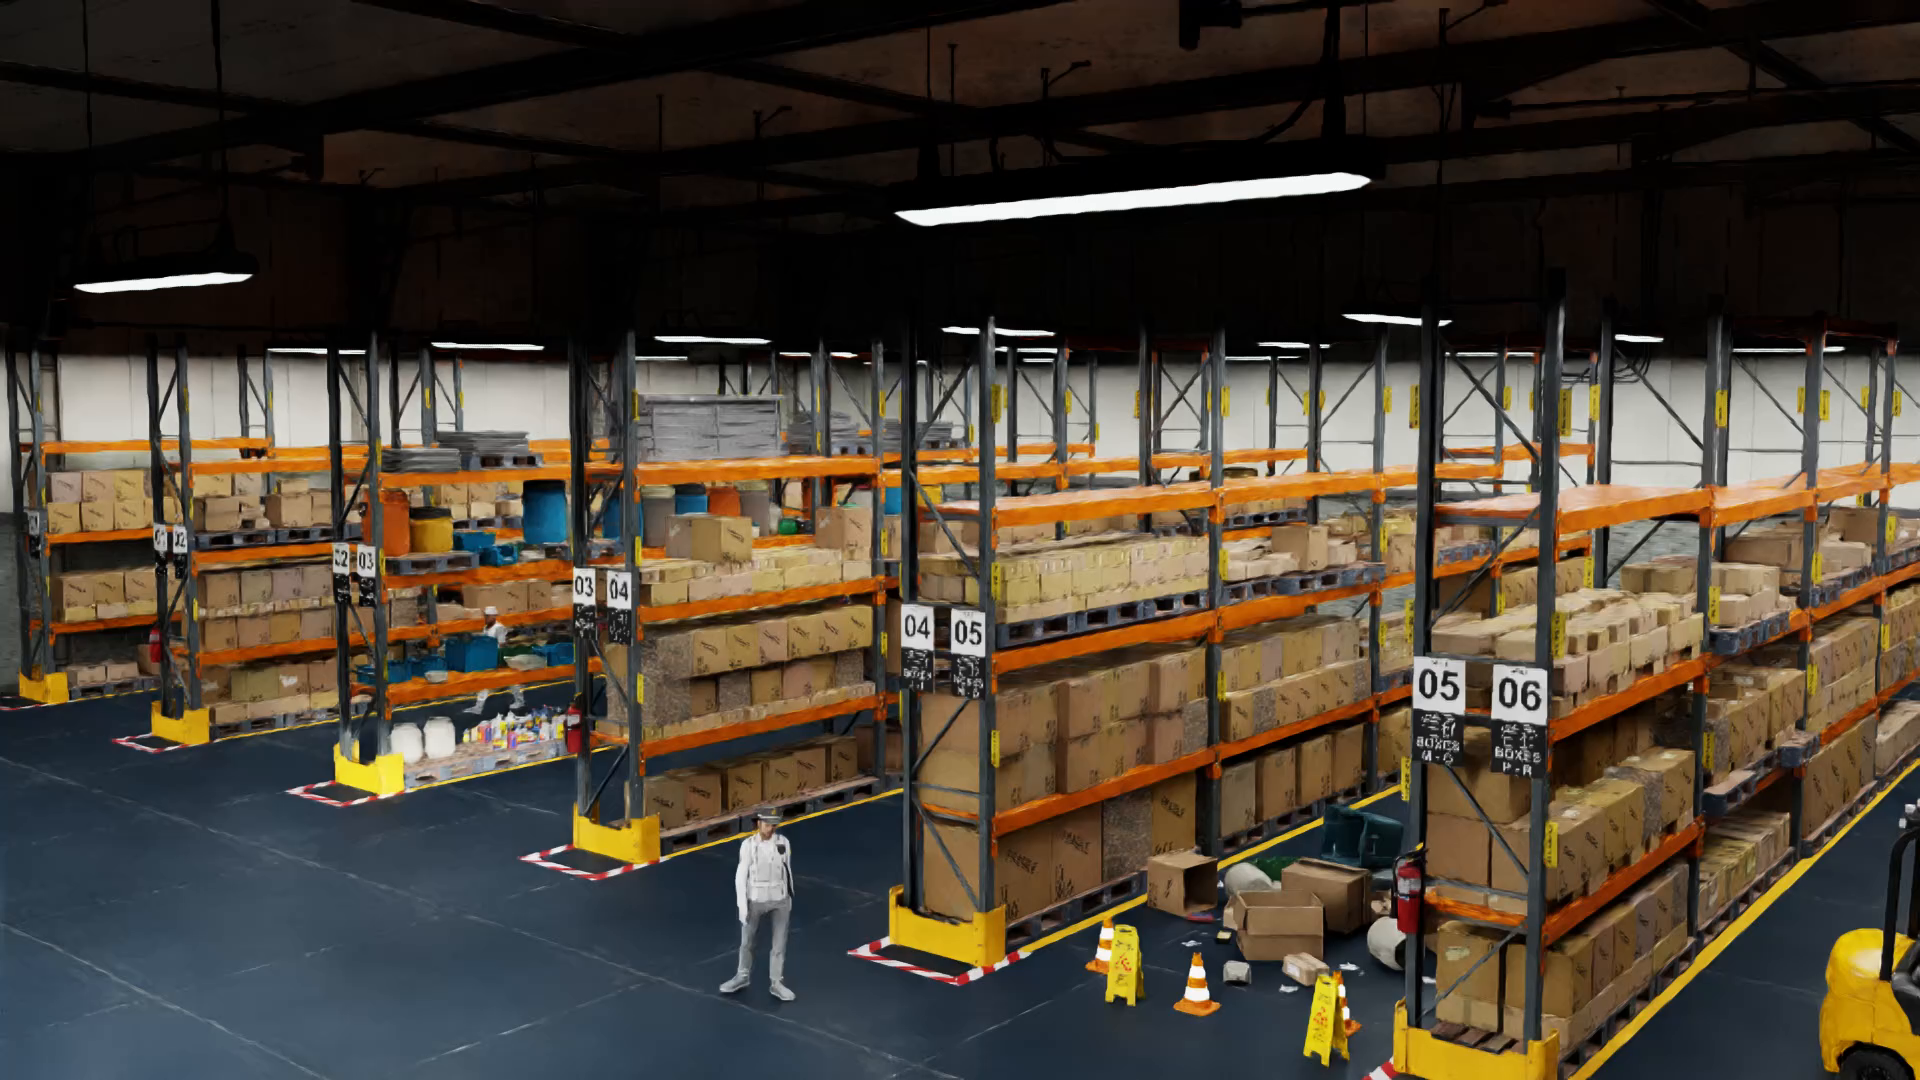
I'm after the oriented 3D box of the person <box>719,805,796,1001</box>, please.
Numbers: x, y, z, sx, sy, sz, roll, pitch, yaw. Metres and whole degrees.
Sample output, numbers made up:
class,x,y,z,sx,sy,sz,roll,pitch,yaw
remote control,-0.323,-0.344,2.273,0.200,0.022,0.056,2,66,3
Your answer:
class,x,y,z,sx,sy,sz,roll,pitch,yaw
person,-1.734,3.068,14.153,0.642,1.673,0.452,-1,5,-11

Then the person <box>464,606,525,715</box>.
class,x,y,z,sx,sy,sz,roll,pitch,yaw
person,-7.438,1.911,26.582,0.577,1.733,1.043,4,7,38
